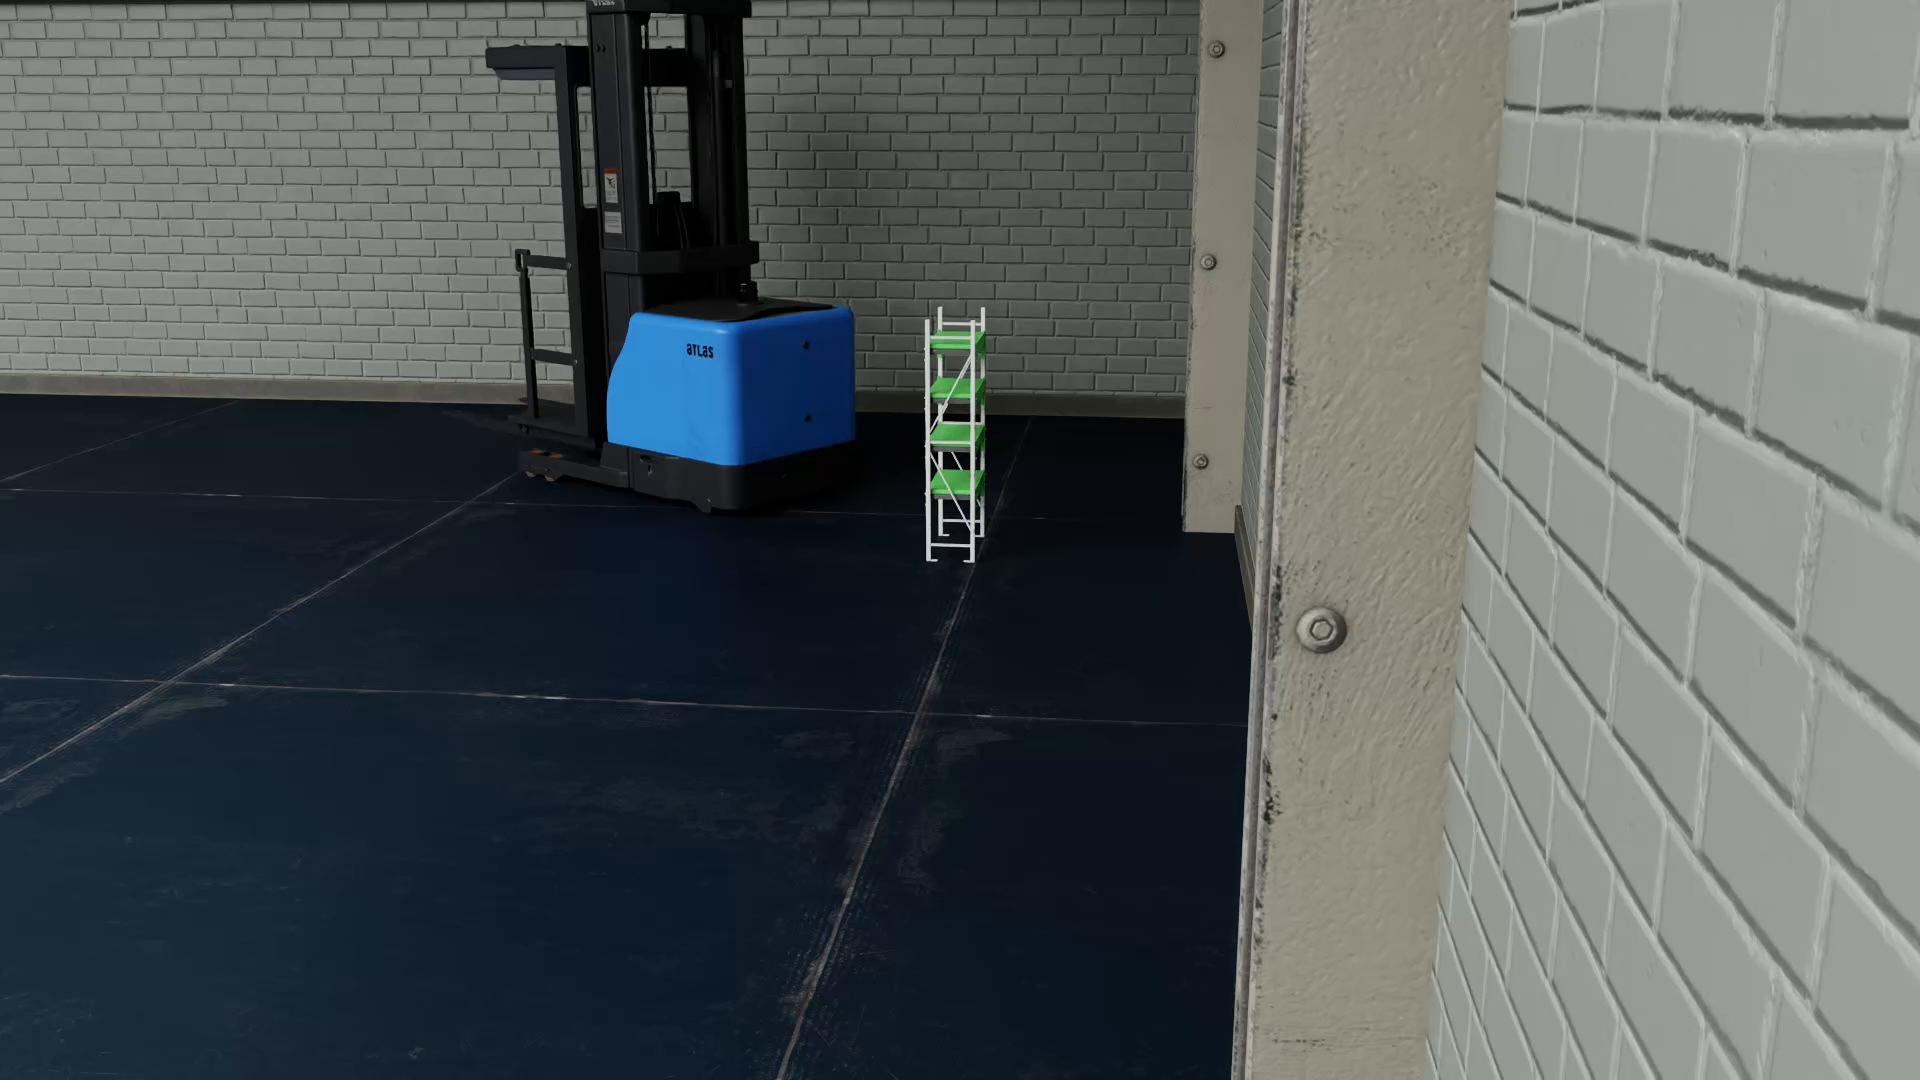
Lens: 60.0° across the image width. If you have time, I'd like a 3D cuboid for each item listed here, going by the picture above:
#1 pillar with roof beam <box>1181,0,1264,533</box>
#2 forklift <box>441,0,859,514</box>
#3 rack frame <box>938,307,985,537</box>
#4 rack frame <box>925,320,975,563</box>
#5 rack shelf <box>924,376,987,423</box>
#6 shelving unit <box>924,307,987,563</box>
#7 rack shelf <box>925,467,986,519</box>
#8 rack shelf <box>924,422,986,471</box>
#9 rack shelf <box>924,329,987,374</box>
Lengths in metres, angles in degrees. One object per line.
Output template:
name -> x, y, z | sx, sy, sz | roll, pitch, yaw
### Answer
pillar with roof beam -> -2.920, -4.563, 8.296 | 9.100, 9.000, 0.400 | 2, 15, 6
forklift -> -2.040, -1.855, 9.908 | 3.031, 2.935, 1.130 | 12, 19, 38
rack frame -> 0.009, -0.600, 8.581 | 0.240, 1.200, 0.015 | 2, 15, 6
rack frame -> -0.046, -0.473, 8.113 | 0.240, 1.200, 0.015 | 2, 15, 6
rack shelf -> -0.019, -0.706, 8.301 | 0.258, 0.148, 0.480 | 2, 15, 6
shelving unit -> -0.019, -0.536, 8.347 | 0.258, 1.200, 0.503 | 2, 15, 6
rack shelf -> -0.019, -0.243, 8.426 | 0.258, 0.148, 0.480 | 2, 15, 6
rack shelf -> -0.019, -0.475, 8.363 | 0.258, 0.148, 0.480 | 2, 15, 6
rack shelf -> -0.019, -0.938, 8.238 | 0.258, 0.148, 0.480 | 2, 15, 6
